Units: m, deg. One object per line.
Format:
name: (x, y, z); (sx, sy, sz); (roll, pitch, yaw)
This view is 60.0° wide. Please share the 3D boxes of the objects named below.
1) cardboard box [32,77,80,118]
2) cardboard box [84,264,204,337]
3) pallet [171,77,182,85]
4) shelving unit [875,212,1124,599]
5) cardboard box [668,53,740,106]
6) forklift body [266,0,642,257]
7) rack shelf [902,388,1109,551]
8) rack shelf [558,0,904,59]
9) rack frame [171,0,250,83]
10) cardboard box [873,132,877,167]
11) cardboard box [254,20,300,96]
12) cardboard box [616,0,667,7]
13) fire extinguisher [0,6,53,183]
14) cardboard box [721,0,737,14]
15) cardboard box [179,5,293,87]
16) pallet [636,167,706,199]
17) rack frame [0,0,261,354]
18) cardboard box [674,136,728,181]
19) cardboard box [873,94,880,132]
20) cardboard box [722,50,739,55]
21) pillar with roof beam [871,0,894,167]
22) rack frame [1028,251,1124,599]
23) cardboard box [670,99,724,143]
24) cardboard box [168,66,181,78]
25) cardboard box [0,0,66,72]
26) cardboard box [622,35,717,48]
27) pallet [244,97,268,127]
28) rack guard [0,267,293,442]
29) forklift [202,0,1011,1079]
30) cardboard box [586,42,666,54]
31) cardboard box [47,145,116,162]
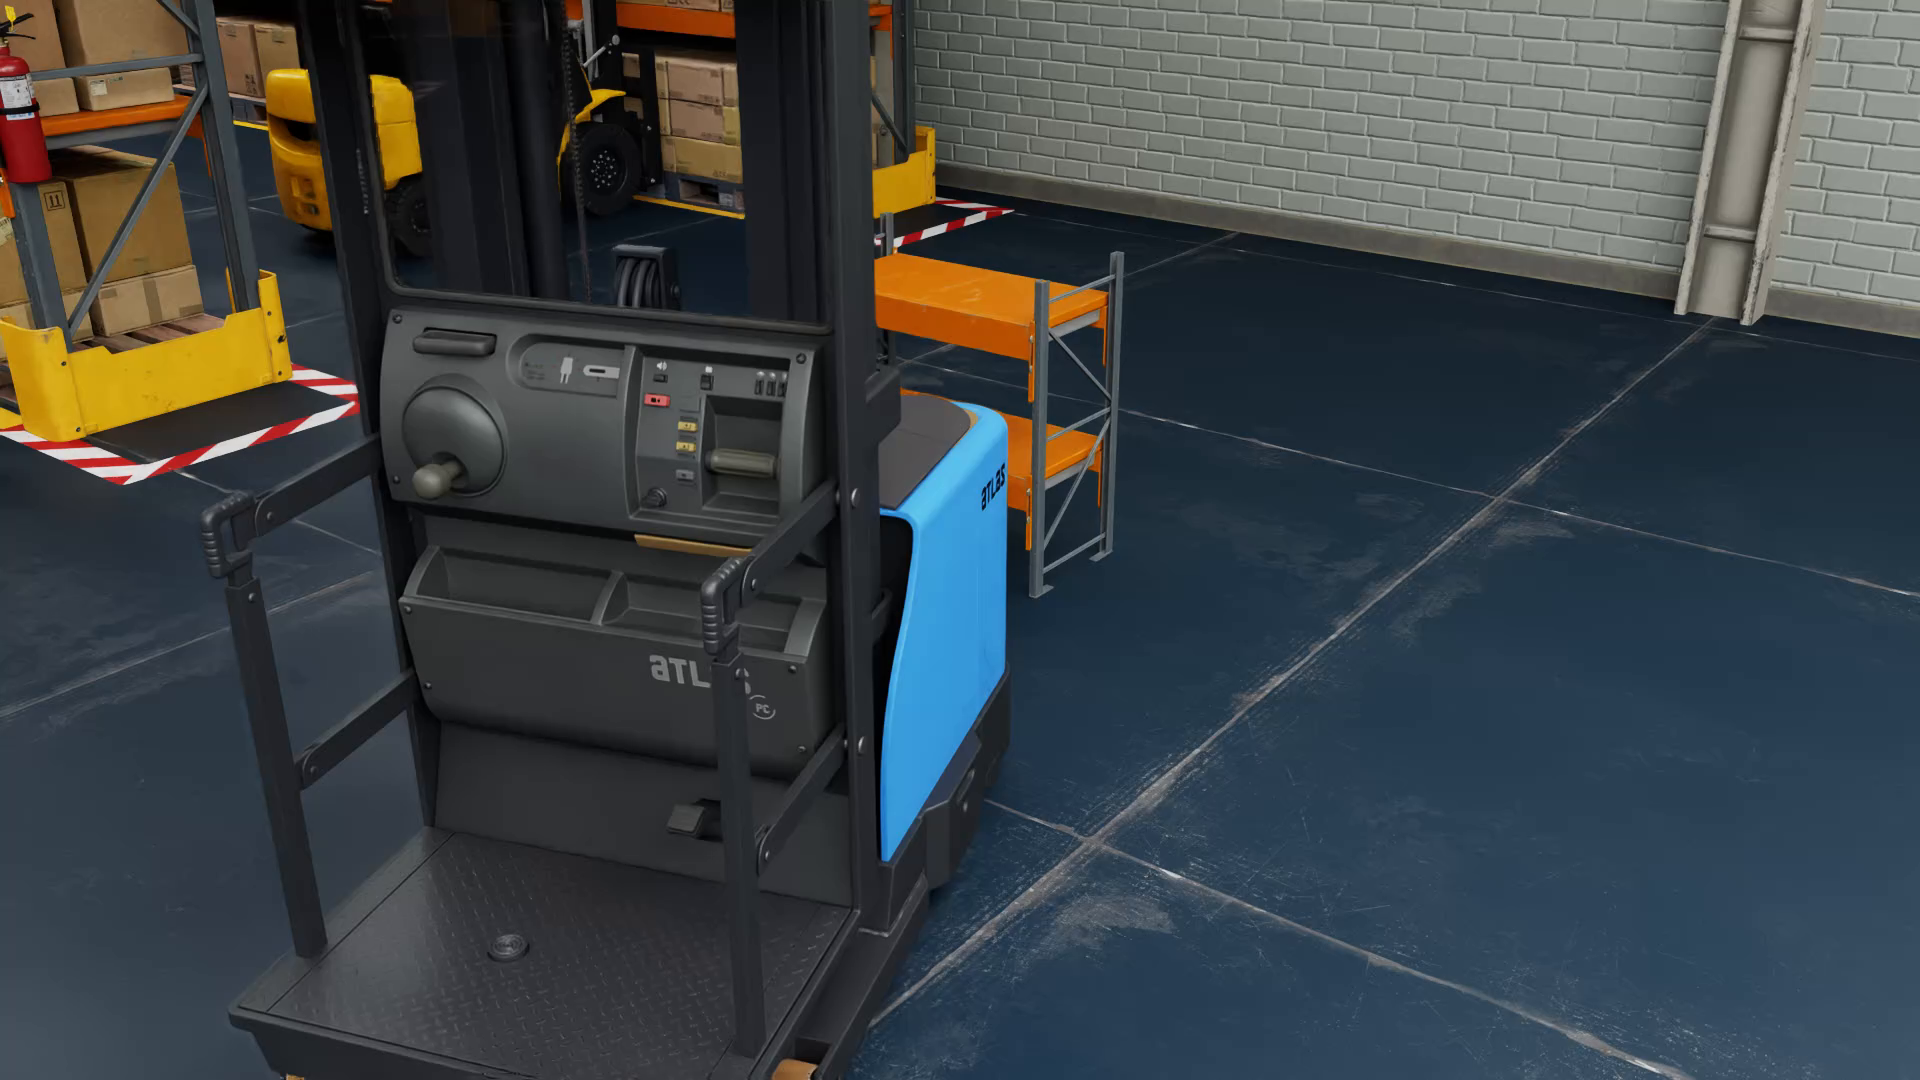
cardboard box: (-4.054, -1.904, 7.163); (0.250, 0.149, 0.380); (18, 29, 35)
cardboard box: (-4.106, -1.216, 8.178); (0.500, 0.250, 0.500); (17, 29, 33)
pallet: (-7.629, -4.451, 16.091); (1.213, 0.211, 1.003); (17, 29, 33)
shelving unit: (-0.005, -0.516, 6.027); (1.048, 1.125, 0.538); (17, 29, 33)
cardboard box: (-1.620, -3.124, 11.269); (0.500, 0.250, 0.500); (17, 29, 34)
forklift body: (-3.264, -3.081, 10.576); (1.214, 2.155, 2.313); (17, 29, 33)
rack shelf: (-0.005, -0.293, 6.125); (1.000, 0.278, 0.538); (17, 29, 33)
rack shelf: (-2.253, -3.754, 11.943); (4.000, 0.370, 1.077); (17, 29, 33)
rack frame: (-7.054, -5.534, 15.091); (0.127, 3.000, 1.000); (17, 29, 33)
cardboard box: (-0.928, -2.716, 11.583); (0.500, 0.250, 0.500); (17, 29, 34)
cardboard box: (-5.496, -4.167, 14.411); (0.625, 0.625, 0.875); (15, 28, 31)
cardboard box: (-2.023, -3.932, 11.330); (0.500, 0.500, 0.500); (16, 29, 32)
fire extinguisher: (-3.811, -1.786, 6.679); (0.183, 0.674, 0.296); (17, 29, 33)
cardboard box: (-1.204, -3.680, 10.758); (0.500, 0.500, 0.500); (16, 28, 32)
cardboard box: (-6.563, -4.485, 15.133); (0.625, 0.625, 0.875); (18, 29, 35)
pallet: (-2.261, -2.791, 12.322); (1.213, 0.211, 1.003); (17, 29, 33)
rack frame: (-3.626, -1.998, 7.063); (0.127, 3.000, 1.000); (17, 29, 33)
cardboard box: (-1.610, -2.669, 11.476); (0.500, 0.250, 0.500); (17, 29, 33)
cardboard box: (-0.904, -2.943, 11.479); (0.500, 0.250, 0.500); (17, 29, 34)
cardboard box: (-1.325, -3.288, 11.642); (0.500, 0.250, 0.500); (17, 29, 33)
pillar with roof beam: (-3.251, -5.415, 7.380); (0.400, 9.000, 9.100); (17, 29, 33)
rack frame: (0.401, -0.393, 5.748); (0.032, 1.125, 0.500); (17, 29, 33)
cardboard box: (-1.624, -2.904, 11.391); (0.500, 0.250, 0.500); (16, 29, 33)
cardboard box: (-7.521, -4.616, 15.585); (0.500, 0.500, 0.500); (18, 29, 35)
cardboard box: (-4.226, -2.222, 7.079); (0.500, 0.500, 0.500); (16, 29, 32)
cardboard box: (-2.125, -3.539, 12.211); (0.500, 0.250, 0.500); (16, 28, 32)
pallet: (-5.446, -3.752, 14.503); (1.213, 0.211, 1.003); (17, 29, 33)
rack guard: (-3.687, -0.872, 7.609); (0.348, 0.500, 1.175); (17, 29, 33)
forklift: (-0.786, -0.210, 3.091); (1.130, 2.935, 3.031); (7, 25, 16)
cardboard box: (-2.431, -3.367, 11.822); (0.500, 0.250, 0.500); (16, 28, 32)
cardboard box: (-4.546, -1.690, 8.324); (0.500, 0.500, 0.500); (16, 28, 31)
